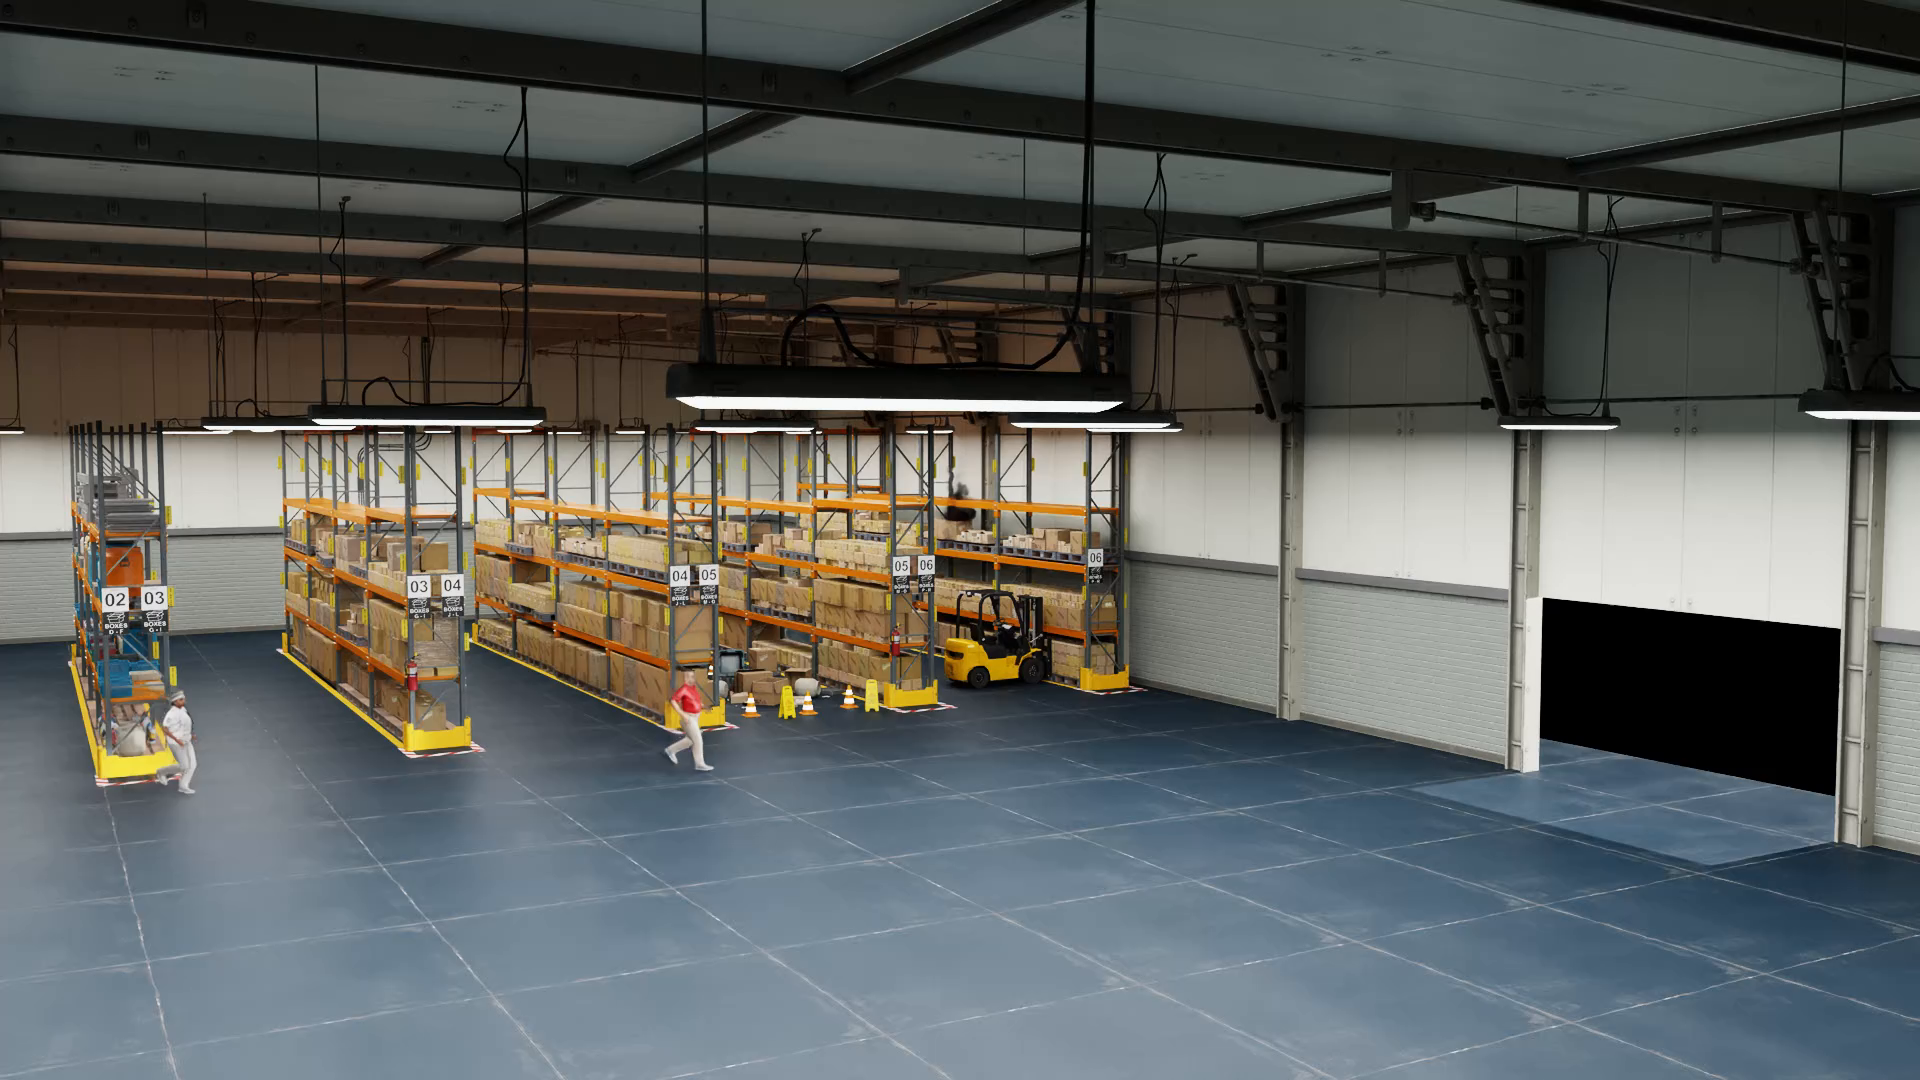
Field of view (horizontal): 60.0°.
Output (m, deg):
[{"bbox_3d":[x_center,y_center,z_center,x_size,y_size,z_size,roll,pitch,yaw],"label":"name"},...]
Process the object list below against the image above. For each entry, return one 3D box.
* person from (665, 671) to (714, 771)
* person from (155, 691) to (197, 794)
[{"bbox_3d":[-4.671,3.093,28.565,0.928,1.702,0.691,1,4,13],"label":"person"},{"bbox_3d":[-12.614,3.253,26.770,0.605,1.673,0.587,0,4,5],"label":"person"}]
